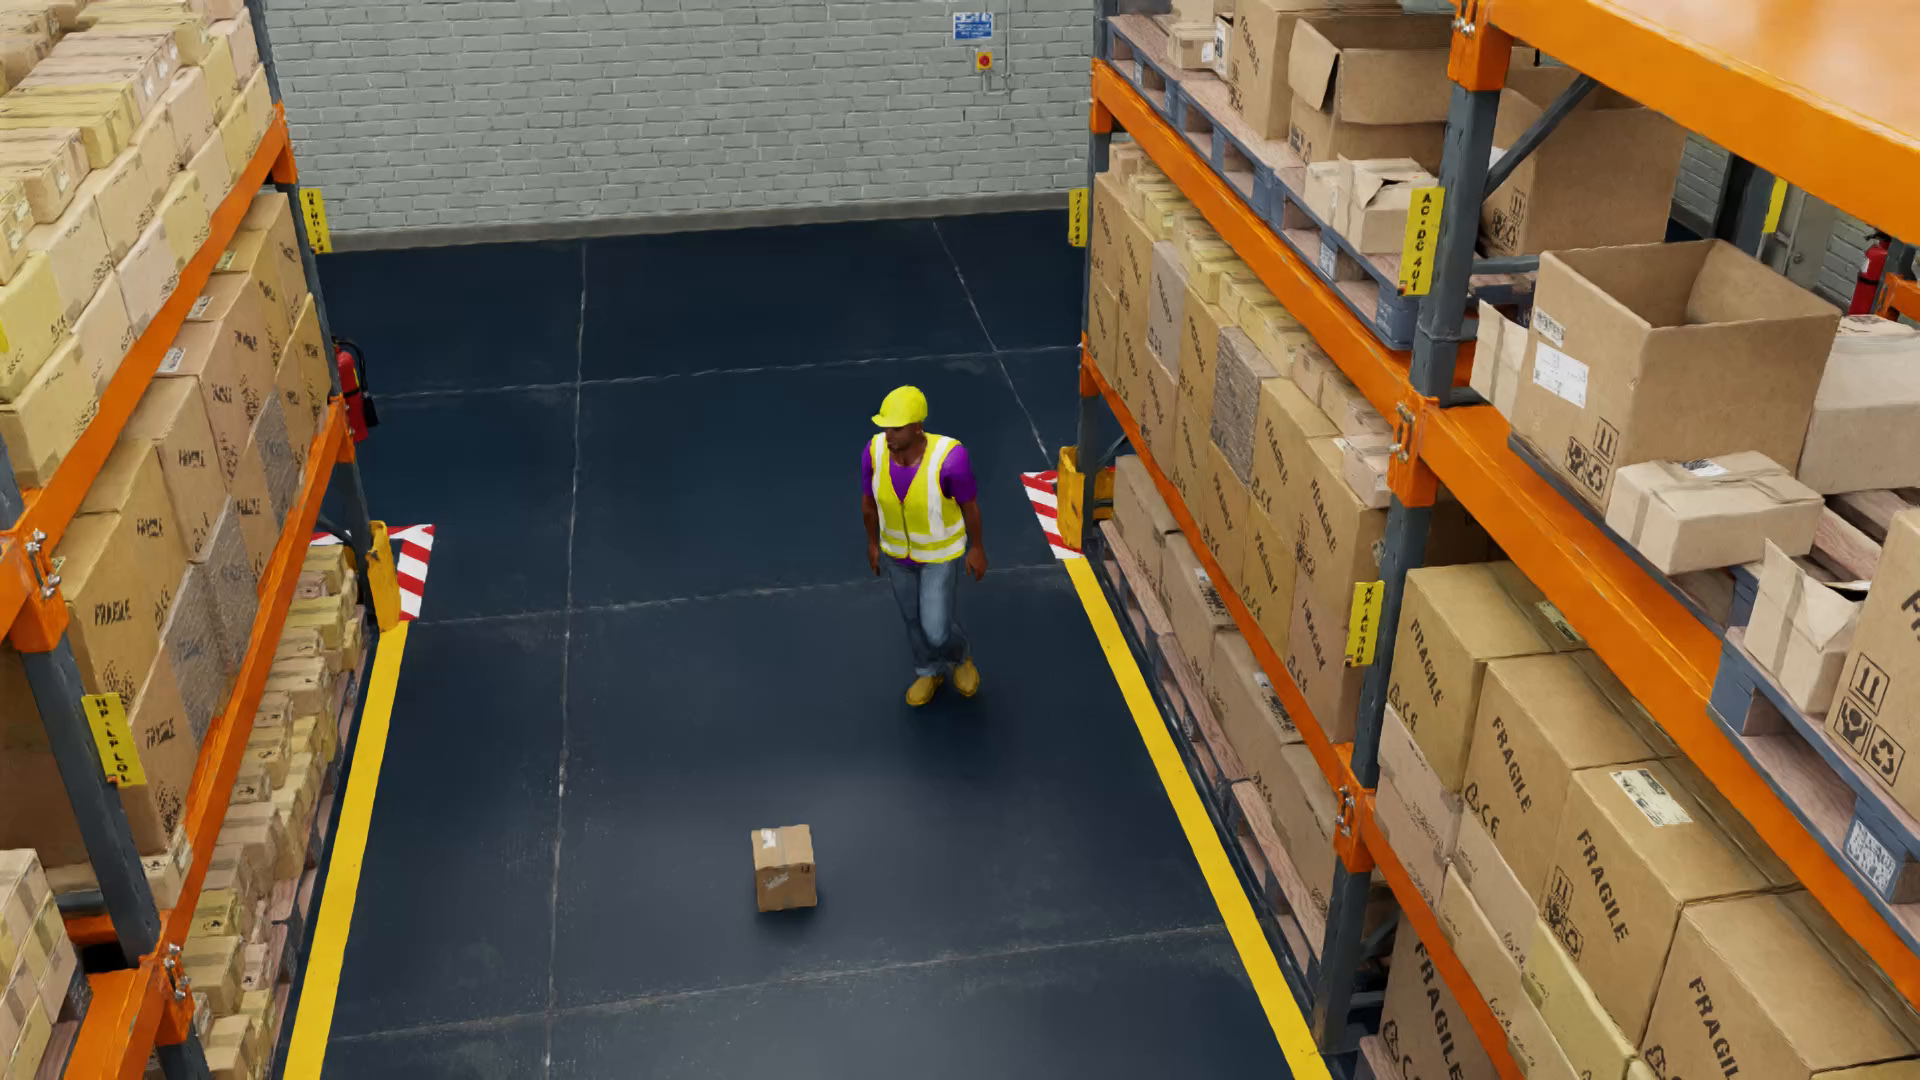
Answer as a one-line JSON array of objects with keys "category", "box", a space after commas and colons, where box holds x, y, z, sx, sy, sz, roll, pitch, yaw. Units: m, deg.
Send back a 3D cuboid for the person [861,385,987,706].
[{"category": "person", "box": [-0.190, 0.042, 8.020, 0.611, 1.756, 0.501, 13, 33, 21]}]
